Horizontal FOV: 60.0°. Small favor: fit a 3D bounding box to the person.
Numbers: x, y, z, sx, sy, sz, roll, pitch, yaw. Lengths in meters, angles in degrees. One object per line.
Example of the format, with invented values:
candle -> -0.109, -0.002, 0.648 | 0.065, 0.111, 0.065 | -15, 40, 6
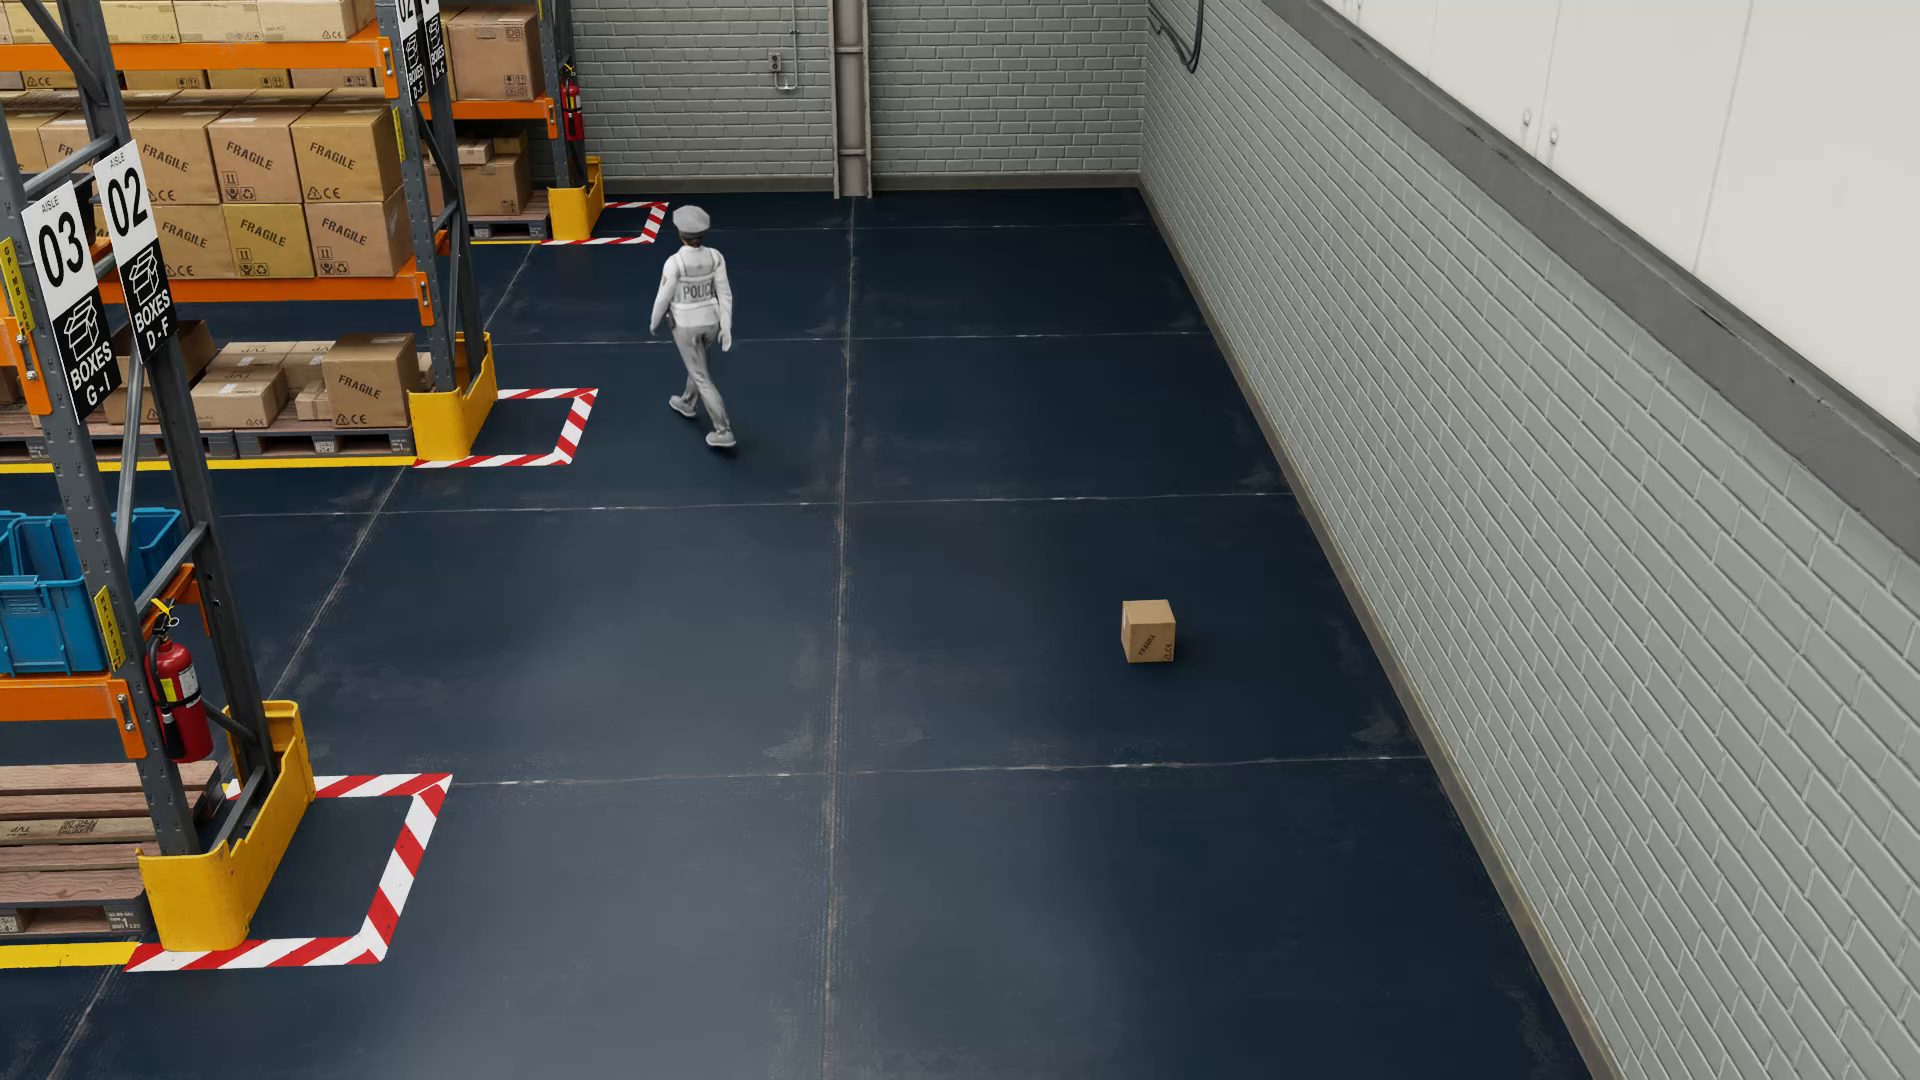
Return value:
person -> -1.867, -1.509, 11.438 | 0.480, 1.631, 0.980 | -23, 35, -37
